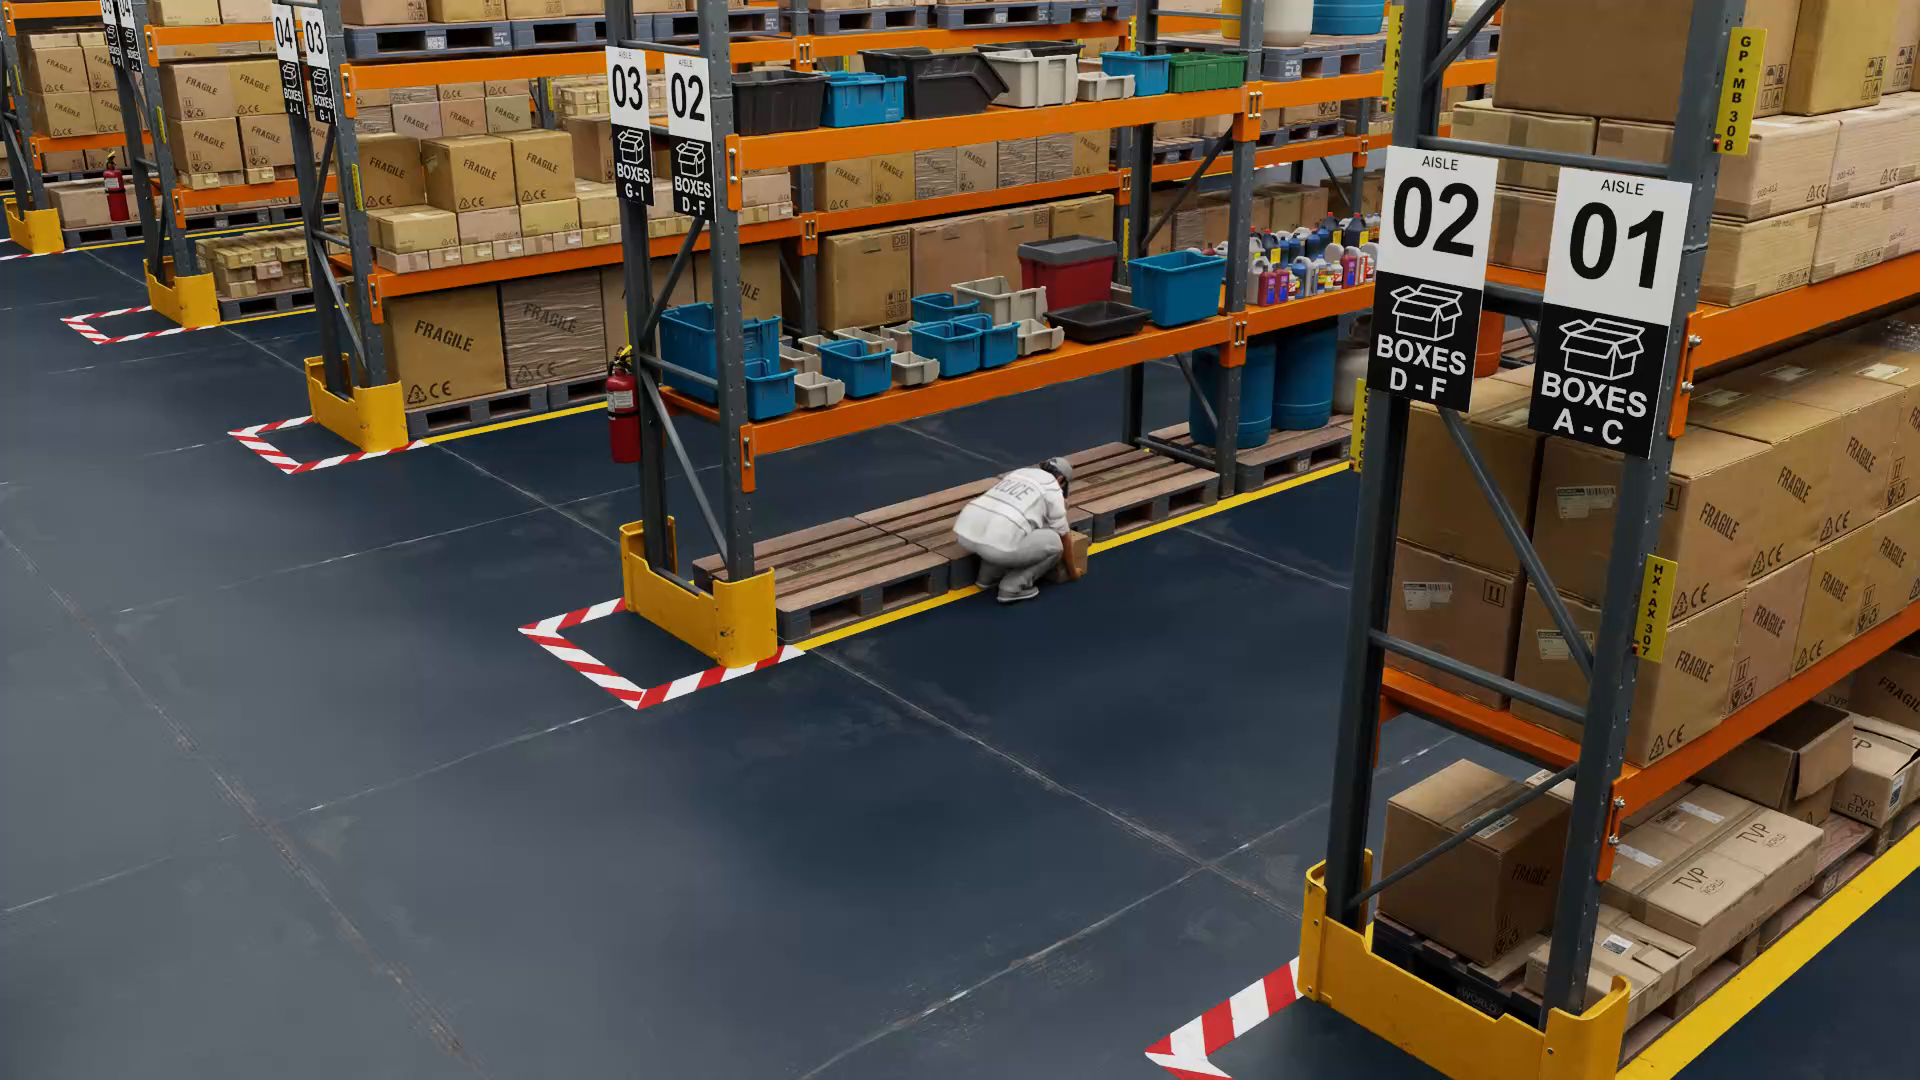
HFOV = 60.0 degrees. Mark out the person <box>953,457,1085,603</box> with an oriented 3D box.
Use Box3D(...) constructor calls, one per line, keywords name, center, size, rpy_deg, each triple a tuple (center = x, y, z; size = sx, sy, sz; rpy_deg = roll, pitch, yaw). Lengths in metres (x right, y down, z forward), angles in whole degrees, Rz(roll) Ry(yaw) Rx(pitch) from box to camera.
Box3D(name="person", center=(0.368, -0.033, 10.050), size=(0.899, 0.816, 0.512), rpy_deg=(-18, 27, -39))
